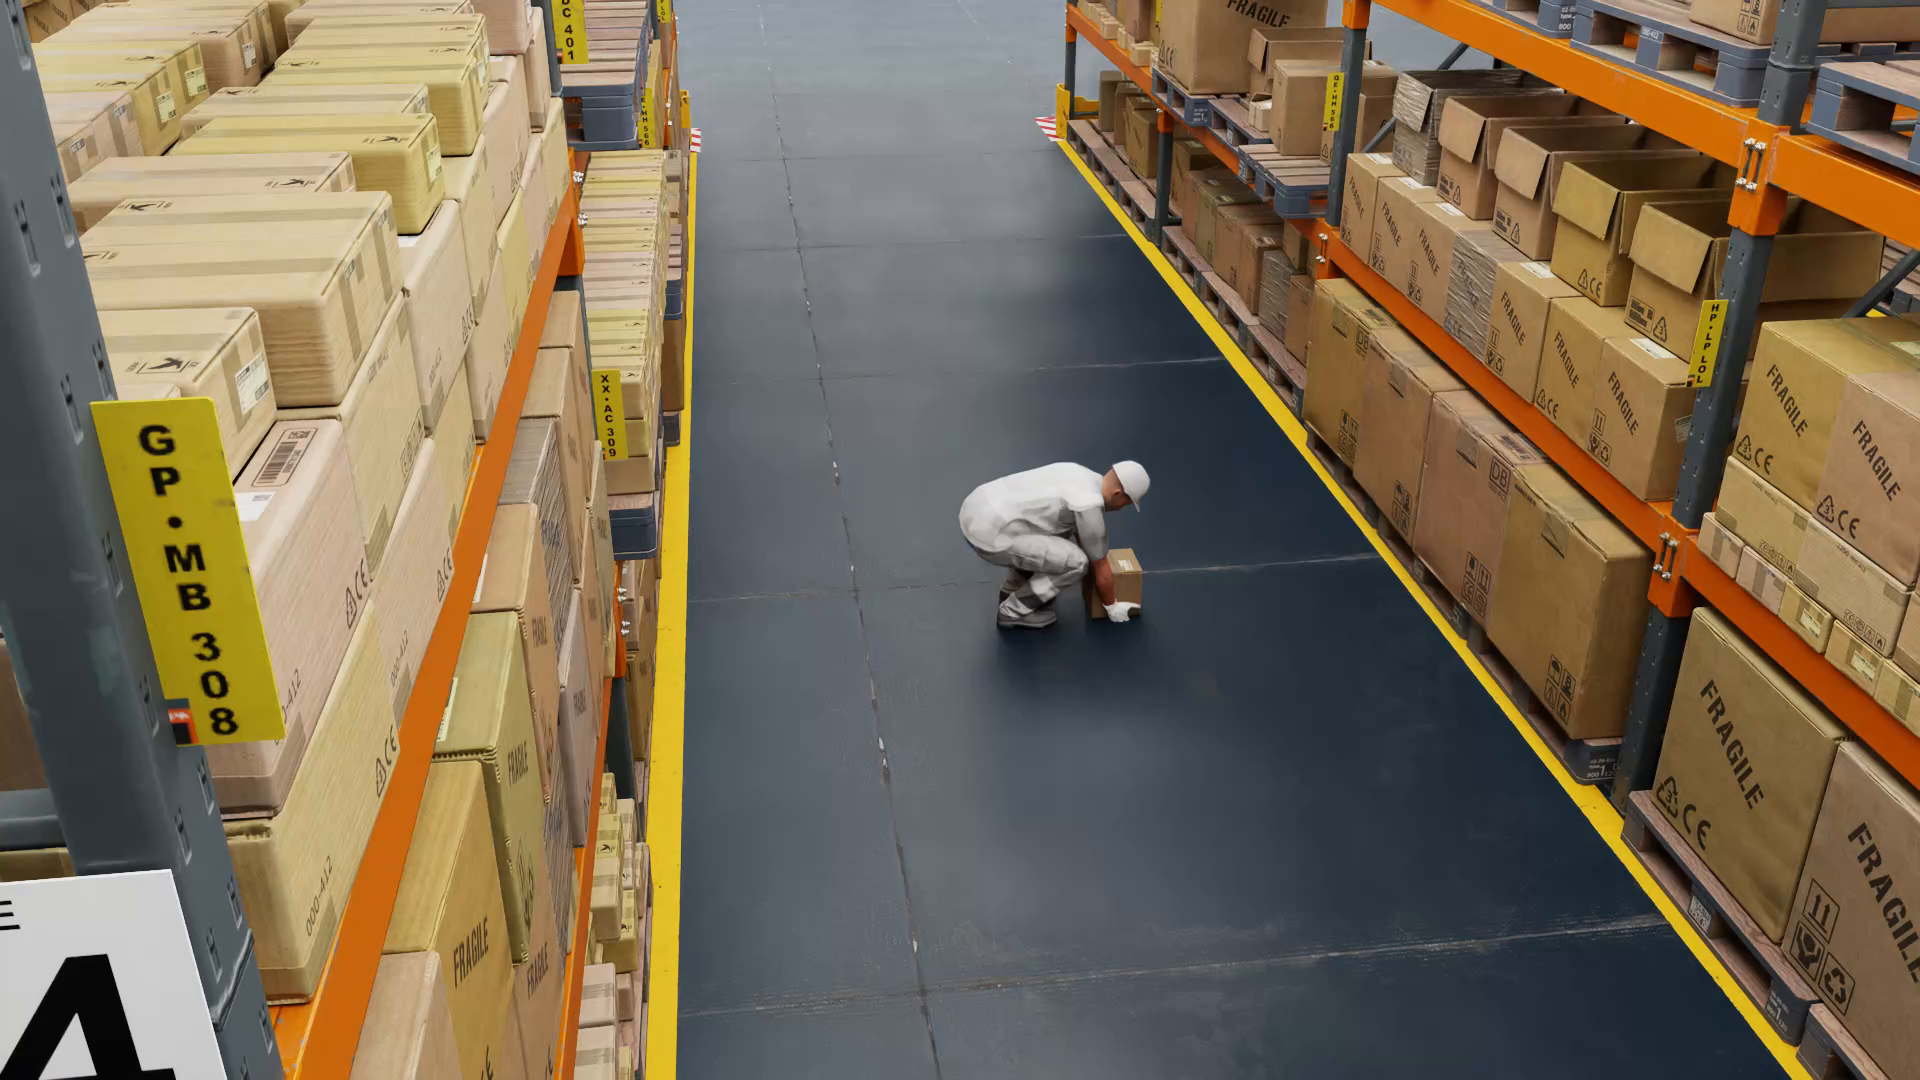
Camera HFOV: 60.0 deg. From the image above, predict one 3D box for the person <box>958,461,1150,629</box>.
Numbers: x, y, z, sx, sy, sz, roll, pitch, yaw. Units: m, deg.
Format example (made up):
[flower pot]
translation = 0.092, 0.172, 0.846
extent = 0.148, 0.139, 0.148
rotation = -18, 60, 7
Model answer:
[person]
translation = 0.468, 0.019, 8.217
extent = 0.951, 0.796, 0.529
rotation = -4, 27, -8
